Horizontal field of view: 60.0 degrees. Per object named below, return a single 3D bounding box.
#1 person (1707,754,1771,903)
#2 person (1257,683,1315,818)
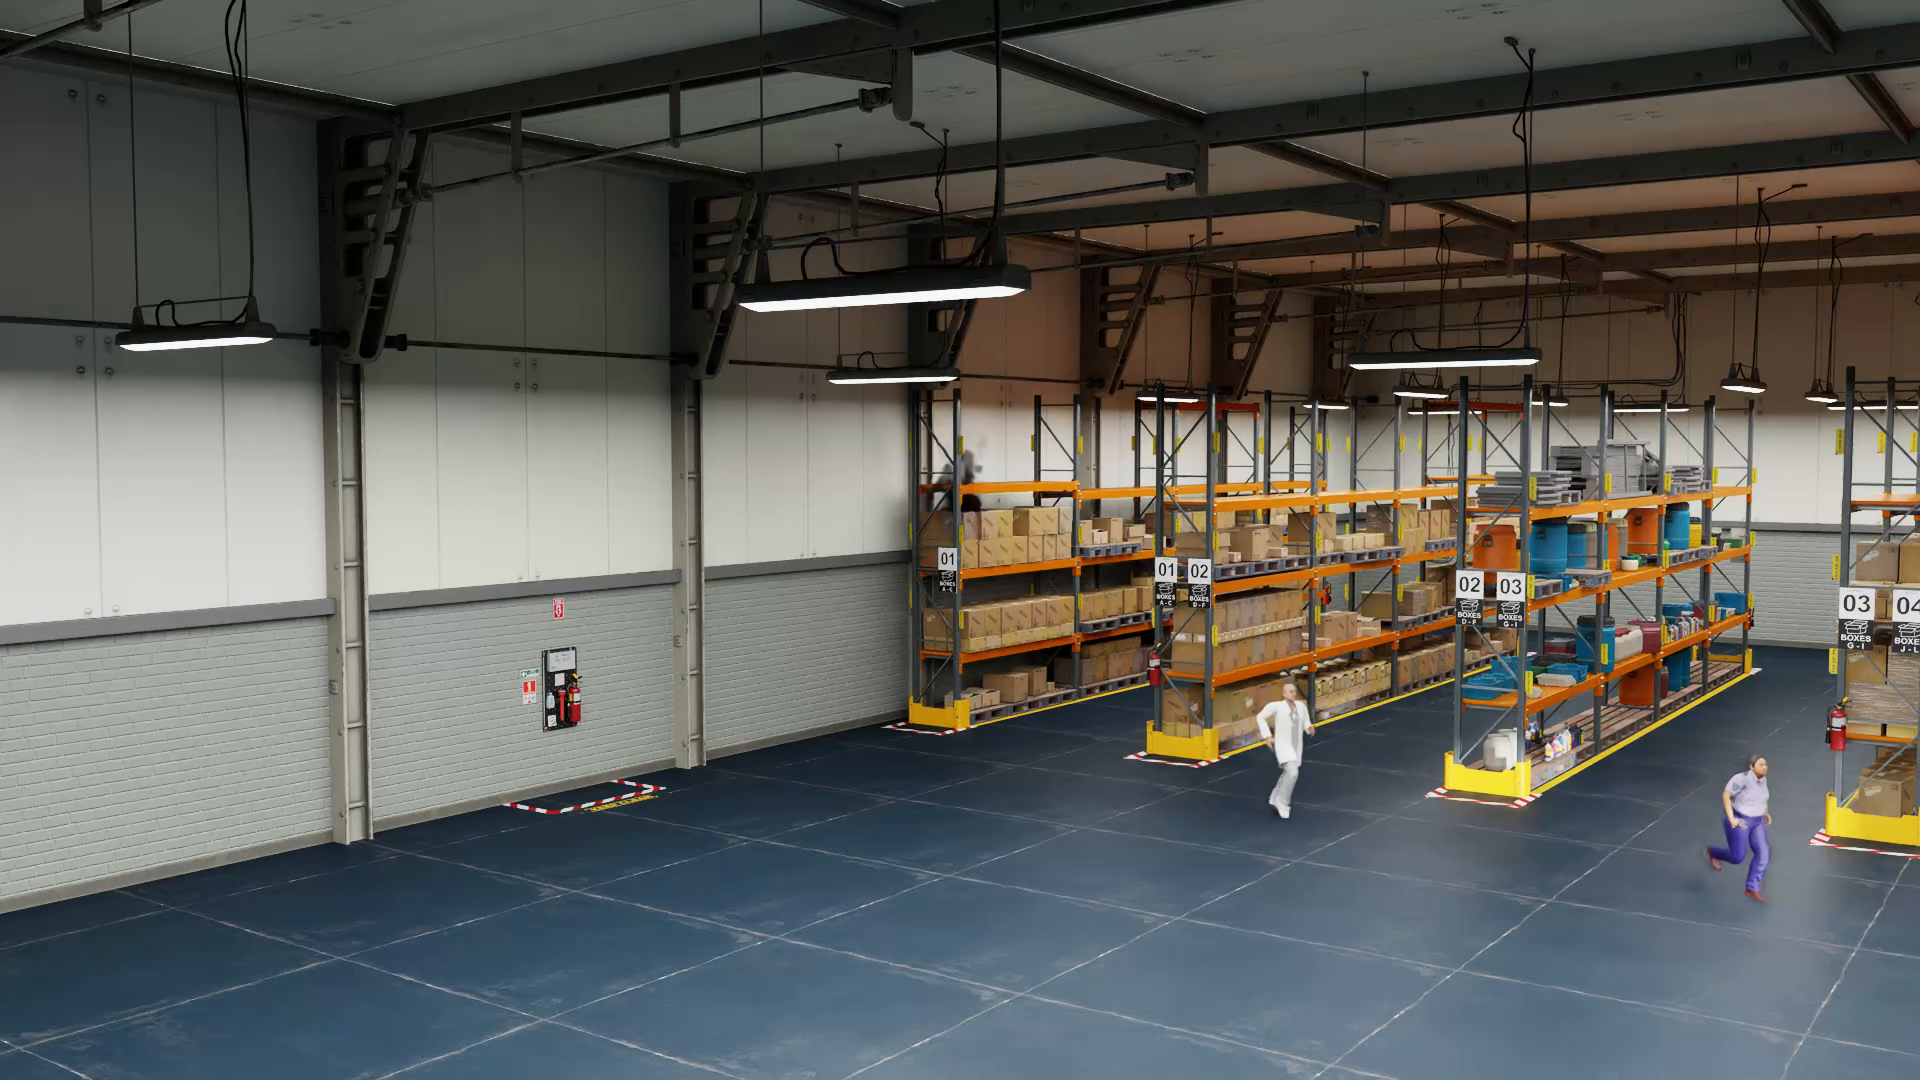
[{"bbox_3d":[8.720,3.171,18.540,0.617,1.636,0.801,-1,3,-19],"label":"person"},{"bbox_3d":[4.458,2.849,22.514,0.693,1.823,0.808,-2,4,-28],"label":"person"}]
